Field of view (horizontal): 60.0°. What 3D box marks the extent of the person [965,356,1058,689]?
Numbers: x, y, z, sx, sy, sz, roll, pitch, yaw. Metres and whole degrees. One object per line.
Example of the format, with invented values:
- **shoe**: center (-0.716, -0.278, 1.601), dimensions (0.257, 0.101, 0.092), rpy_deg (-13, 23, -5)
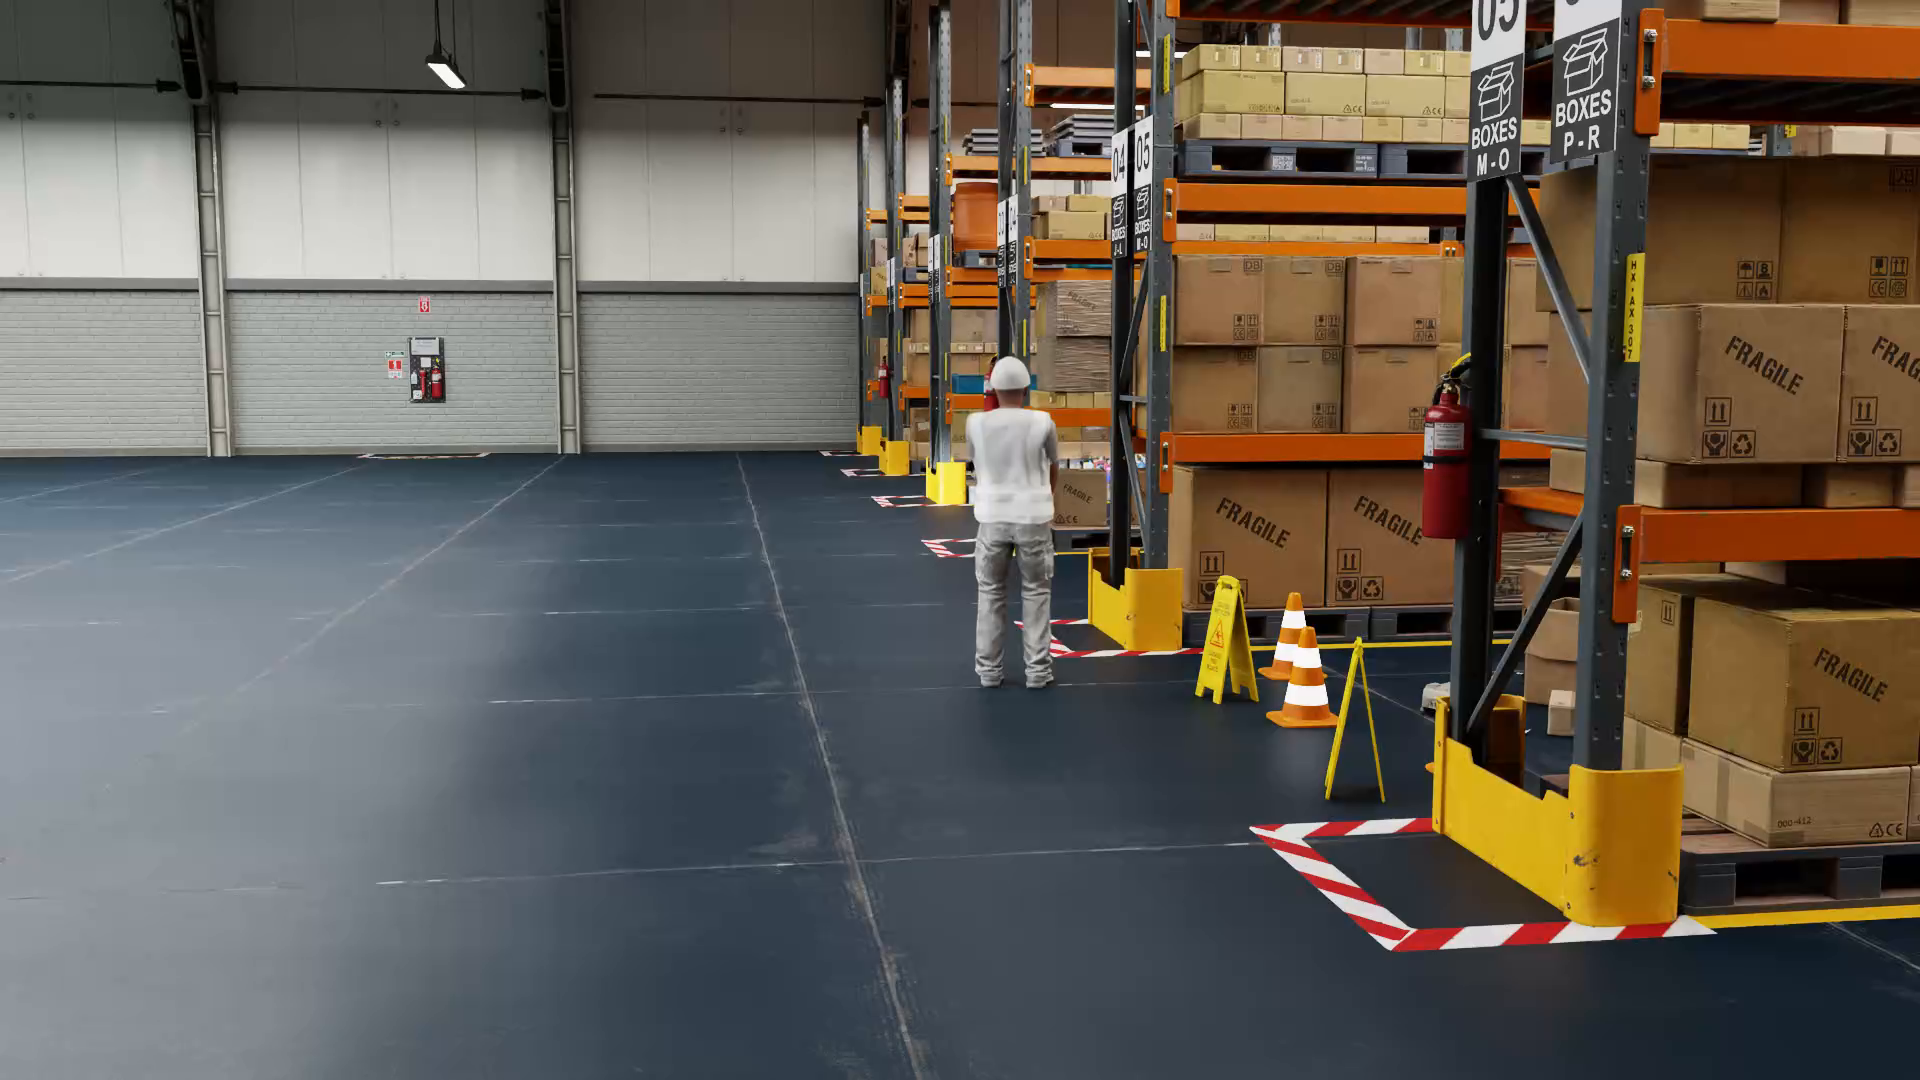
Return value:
- **person**: center (0.298, -0.105, 9.068), dimensions (0.494, 1.782, 0.579), rpy_deg (1, 6, 9)
